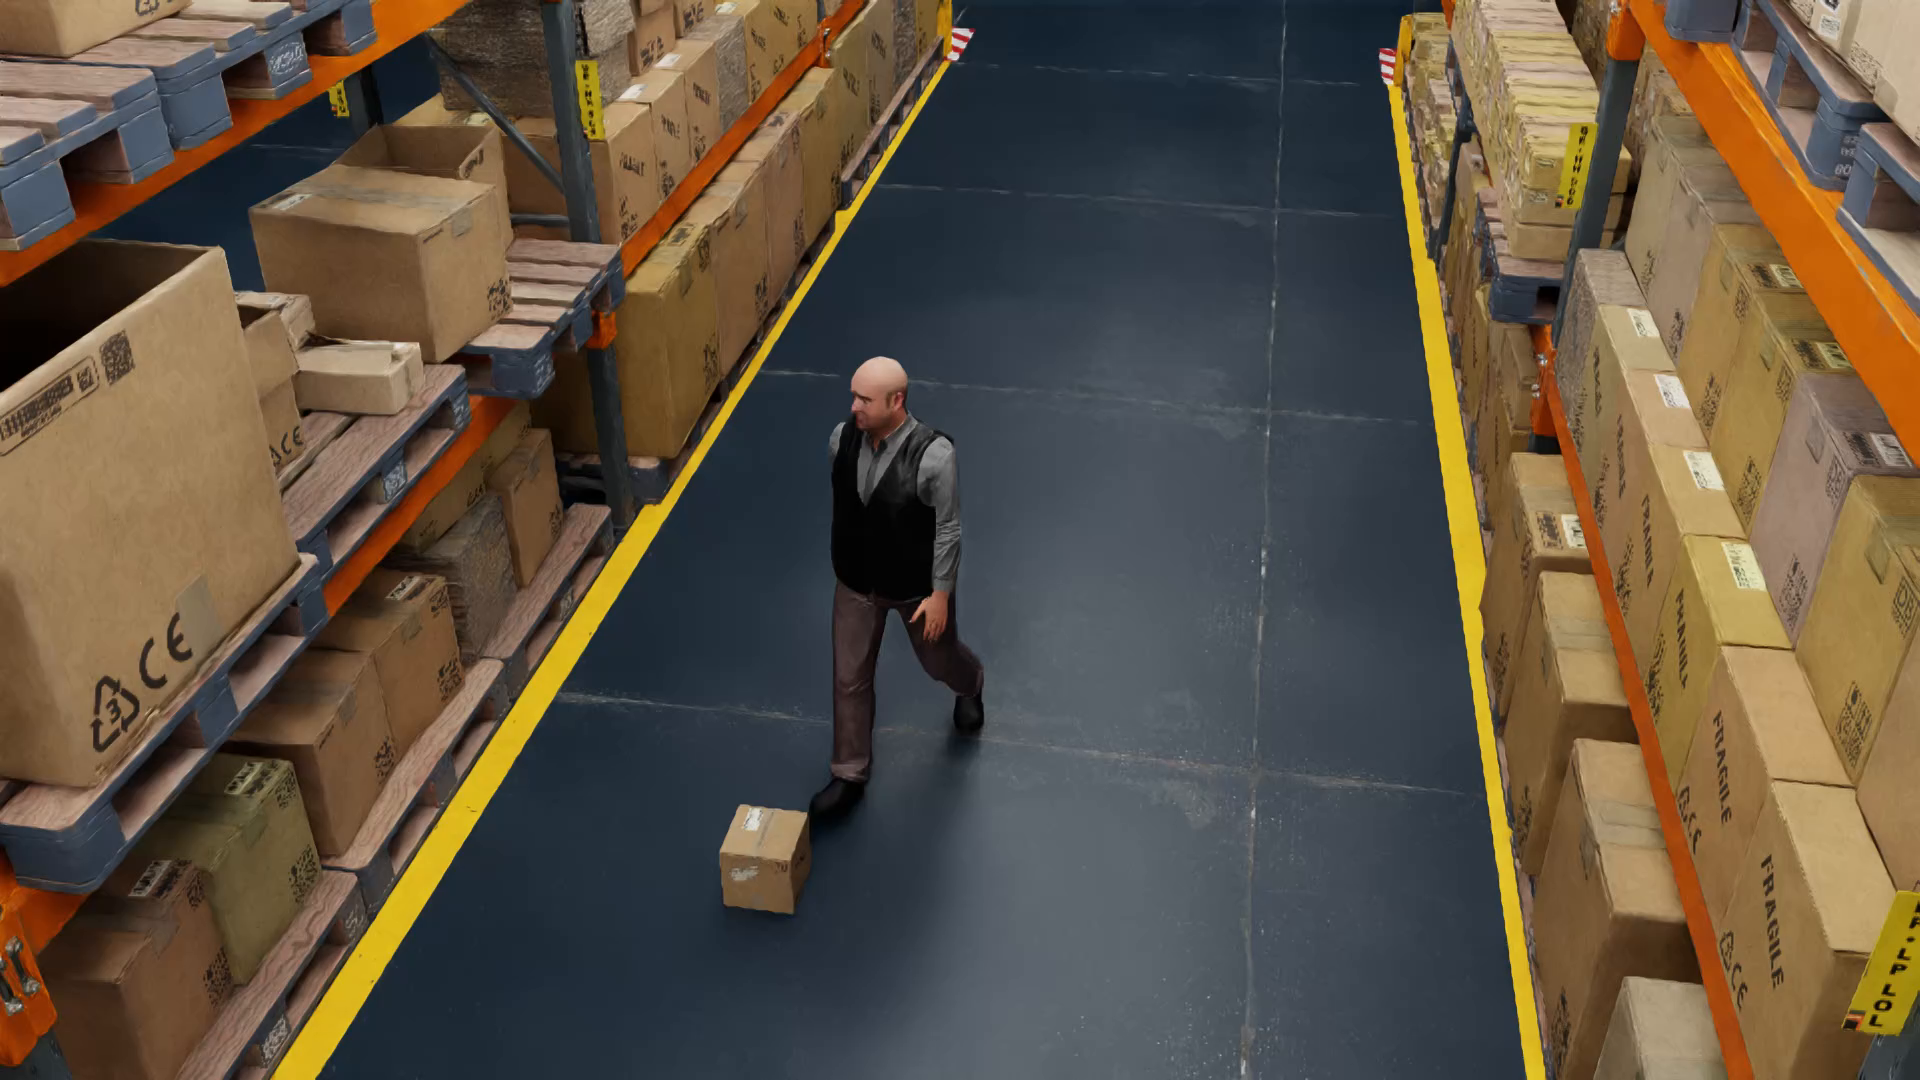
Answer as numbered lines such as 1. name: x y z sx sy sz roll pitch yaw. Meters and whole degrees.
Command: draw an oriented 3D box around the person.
1. person: -0.240 0.142 5.954 0.537 1.707 0.940 12 34 18
